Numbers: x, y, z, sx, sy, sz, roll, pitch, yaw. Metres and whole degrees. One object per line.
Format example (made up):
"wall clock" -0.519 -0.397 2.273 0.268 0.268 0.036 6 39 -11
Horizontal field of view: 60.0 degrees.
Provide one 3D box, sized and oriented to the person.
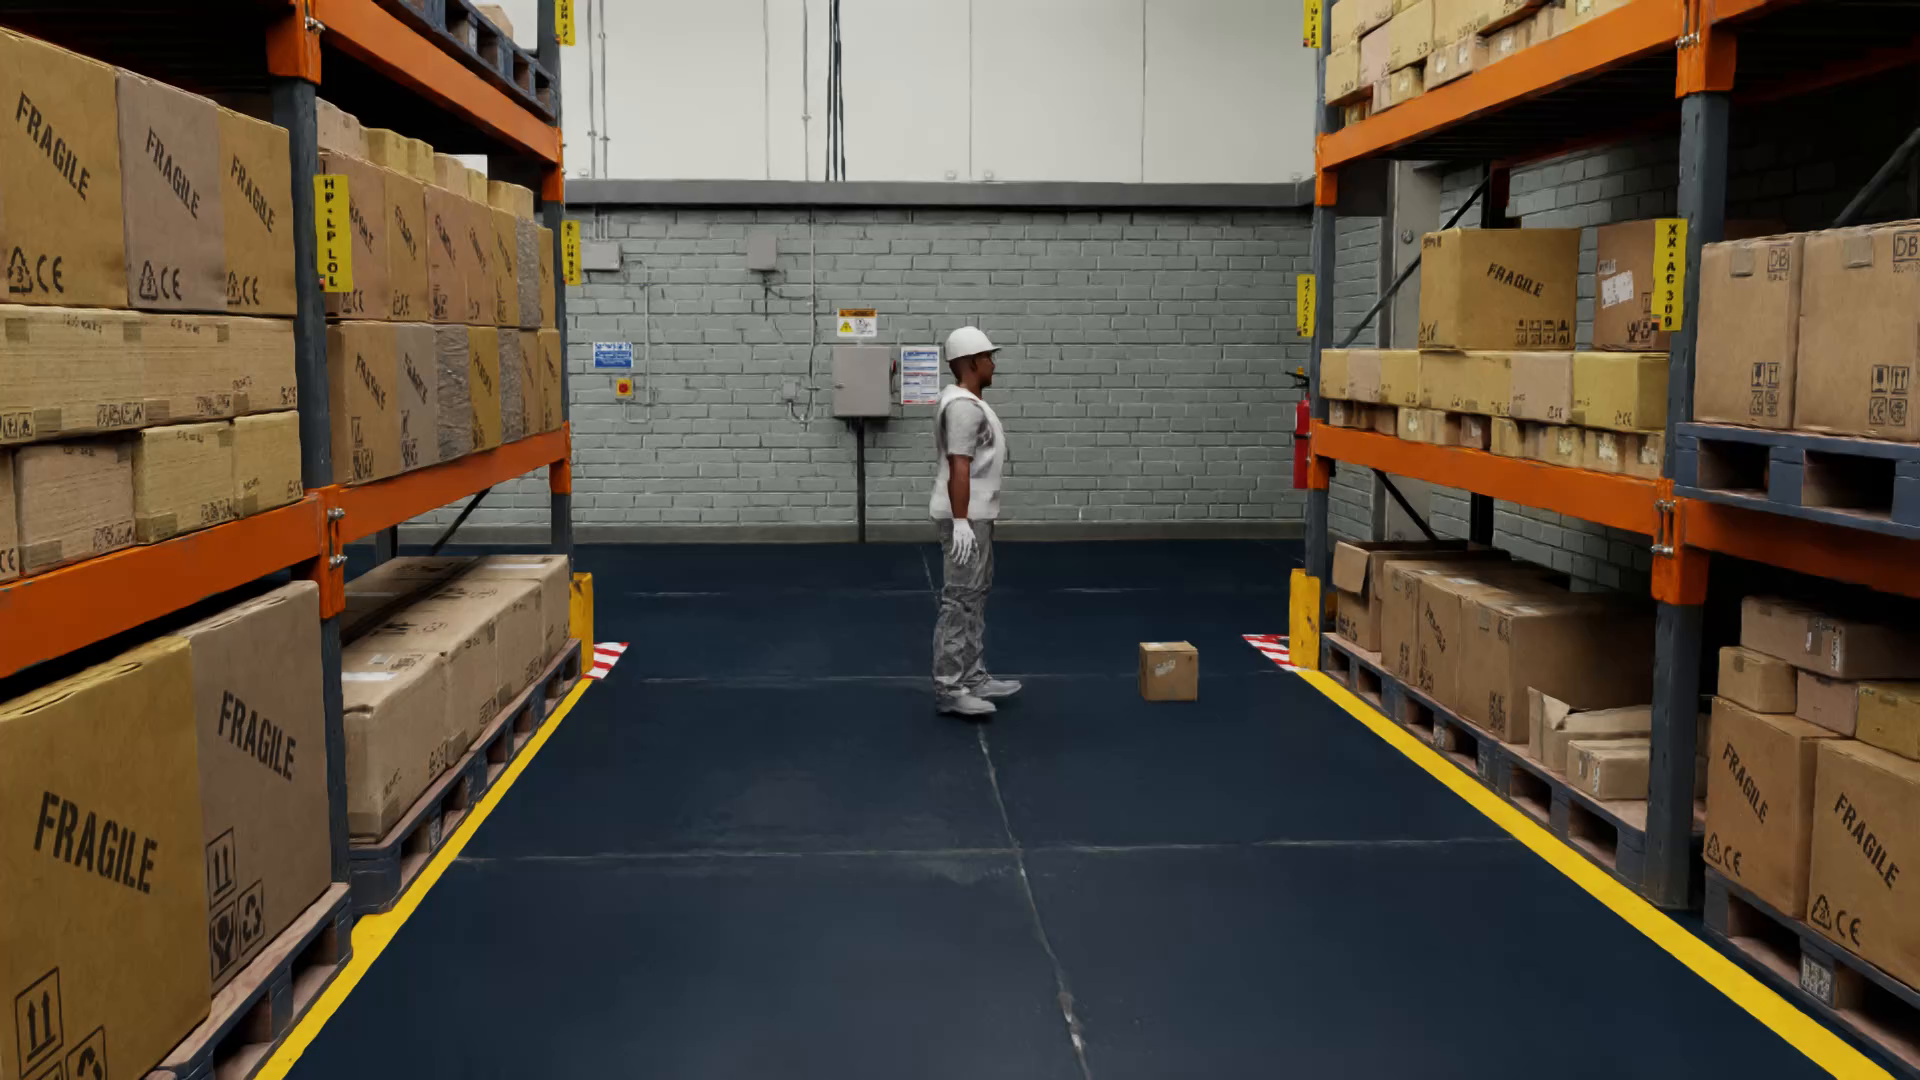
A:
"person" 0.068 -0.096 7.763 0.429 1.787 0.674 0 7 -1
